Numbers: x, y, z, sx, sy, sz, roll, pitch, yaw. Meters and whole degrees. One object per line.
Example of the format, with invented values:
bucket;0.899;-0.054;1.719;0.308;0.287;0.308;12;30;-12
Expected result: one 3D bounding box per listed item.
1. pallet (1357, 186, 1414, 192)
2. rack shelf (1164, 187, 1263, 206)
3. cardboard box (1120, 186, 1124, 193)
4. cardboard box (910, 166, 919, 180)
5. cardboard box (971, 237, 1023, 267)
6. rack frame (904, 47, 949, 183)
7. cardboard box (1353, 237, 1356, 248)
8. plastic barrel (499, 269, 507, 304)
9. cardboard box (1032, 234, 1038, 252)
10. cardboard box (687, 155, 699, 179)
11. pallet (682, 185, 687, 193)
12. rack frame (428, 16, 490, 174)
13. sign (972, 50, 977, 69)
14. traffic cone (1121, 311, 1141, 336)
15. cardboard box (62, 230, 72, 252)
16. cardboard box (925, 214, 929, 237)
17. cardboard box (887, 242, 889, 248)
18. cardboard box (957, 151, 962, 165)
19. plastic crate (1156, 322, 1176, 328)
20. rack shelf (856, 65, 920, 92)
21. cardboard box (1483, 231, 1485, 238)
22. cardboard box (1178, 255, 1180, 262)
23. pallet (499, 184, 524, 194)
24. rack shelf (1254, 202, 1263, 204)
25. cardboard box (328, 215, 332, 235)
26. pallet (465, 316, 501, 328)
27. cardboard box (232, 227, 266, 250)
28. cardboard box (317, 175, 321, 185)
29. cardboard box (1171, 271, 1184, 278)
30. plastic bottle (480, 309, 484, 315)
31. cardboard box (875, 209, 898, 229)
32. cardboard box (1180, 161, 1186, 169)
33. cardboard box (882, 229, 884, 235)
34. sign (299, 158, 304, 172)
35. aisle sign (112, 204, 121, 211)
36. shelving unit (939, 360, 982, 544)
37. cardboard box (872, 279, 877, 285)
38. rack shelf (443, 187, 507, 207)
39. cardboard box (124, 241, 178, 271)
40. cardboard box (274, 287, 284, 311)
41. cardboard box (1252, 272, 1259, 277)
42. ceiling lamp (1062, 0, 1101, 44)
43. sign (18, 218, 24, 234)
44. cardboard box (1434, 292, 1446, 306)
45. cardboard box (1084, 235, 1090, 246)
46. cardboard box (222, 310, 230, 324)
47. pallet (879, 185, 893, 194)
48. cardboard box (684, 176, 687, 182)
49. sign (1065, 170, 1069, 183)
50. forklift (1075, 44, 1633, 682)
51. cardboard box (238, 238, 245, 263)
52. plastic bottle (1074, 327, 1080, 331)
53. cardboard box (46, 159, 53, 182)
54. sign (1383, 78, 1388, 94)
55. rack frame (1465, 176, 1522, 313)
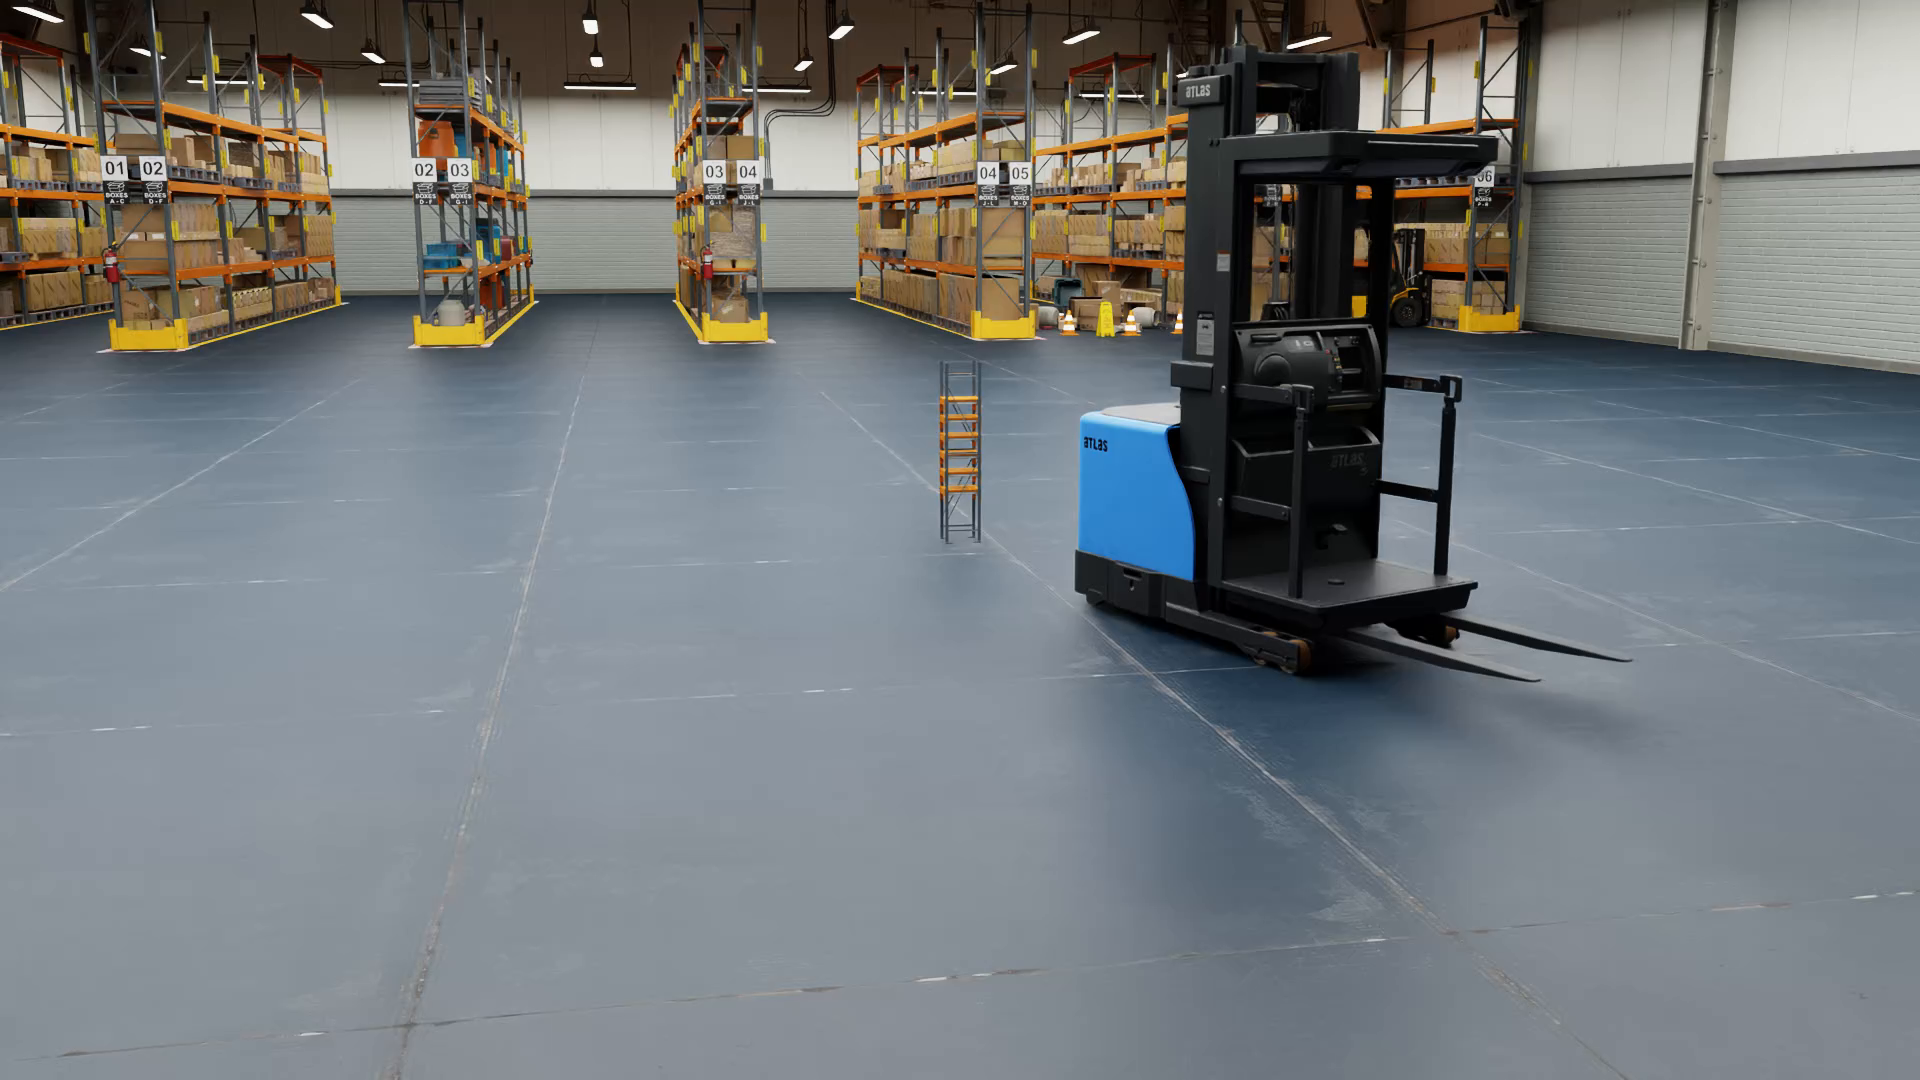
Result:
pallet;9.542;-7.916;37.253;0.805;0.209;1.217;-3;11;-13
rack shelf;5.247;-6.947;33.576;1.077;0.370;4.000;-2;11;-11
cardboard box;3.974;-8.214;38.978;0.380;0.149;0.250;-2;11;-11
cardboard box;-0.831;-8.273;37.467;0.500;0.311;0.500;-2;11;-11
cardboard box;0.683;-5.402;31.154;0.875;0.550;0.550;-2;11;-11
rack frame;-0.756;-9.676;37.967;1.000;3.000;0.127;-2;11;-11
cardboard box;9.179;-6.816;38.048;0.500;0.250;0.500;-2;11;-10
plastic barrel;-11.051;-6.066;39.533;0.600;0.901;0.708;-2;11;-11
cardboard box;2.336;-8.345;46.753;0.500;0.500;0.500;-2;11;-11
cardboard box;-5.602;-8.055;35.866;0.500;0.500;0.500;-2;11;-13
pallet;-6.039;-8.269;39.102;1.003;0.211;1.213;-2;11;-8
rack frame;-9.721;-8.600;32.316;1.000;3.000;0.127;-2;11;-11
sign;0.265;-8.689;30.073;0.100;0.325;0.005;-2;11;-11
traffic cone;3.264;-4.143;31.727;0.336;0.463;0.334;-2;11;-11
cardboard box;-20.549;-6.797;37.767;0.500;0.500;0.500;-2;11;-11
cardboard box;-0.377;-6.906;36.517;0.700;0.500;0.500;-2;11;-12
cardboard box;-1.547;-7.121;40.136;0.380;0.149;0.250;-2;11;-9
cardboard box;0.237;-7.327;31.860;0.500;0.250;0.500;-2;11;-11
plastic crate;4.359;-4.442;34.320;0.402;0.080;0.583;-6;13;-31
rack shelf;-1.923;-12.056;43.505;1.077;0.370;4.000;-2;11;-11
cardboard box;10.582;-6.124;33.346;0.380;0.149;0.250;-2;11;-11
cardboard box;4.786;-5.909;34.891;0.380;0.149;0.250;-2;11;-11
pallet;-11.029;-8.361;39.586;1.213;0.211;1.003;-2;11;-11
rack shelf;7.781;-9.329;46.091;1.077;0.370;4.000;-2;11;-11
cardboard box;-16.559;-8.143;43.018;0.500;0.500;0.500;-2;11;-12
pallet;-9.912;-4.426;33.887;1.003;0.211;1.213;-2;11;-11
cardboard box;-15.592;-6.574;36.325;0.700;0.500;0.500;-6;12;-30
cardboard box;-16.374;-9.052;41.773;0.500;0.250;0.500;-2;11;-11
cardboard box;4.673;-5.593;35.051;0.380;0.149;0.250;-2;11;-10
plastic bottle;-9.116;-4.258;31.665;0.097;0.271;0.097;0;11;0
cardboard box;-1.891;-8.225;42.653;0.500;0.500;0.500;-3;11;-13
cardboard box;4.745;-7.722;34.260;0.380;0.149;0.250;-2;11;-11
cardboard box;-1.705;-7.558;40.841;0.380;0.149;0.250;-2;11;-11
sign;-15.593;-8.883;39.387;0.100;0.325;0.005;-2;11;-11
aisle sign;-21.493;-8.795;42.431;0.394;0.787;0.004;-2;11;-11
shelving unit;0.003;-0.587;11.070;0.258;1.200;0.189;-2;11;-11
cardboard box;-2.120;-6.804;43.832;0.380;0.149;0.250;-3;11;-14
rack shelf;-10.110;-7.140;34.591;1.077;0.370;4.000;-2;11;-11
cardboard box;-13.881;-4.876;28.522;0.700;0.500;0.500;-2;11;-11
cardboard box;-15.167;-5.290;36.474;0.500;0.500;0.500;-2;11;-9
cardboard box;7.979;-7.064;44.114;0.380;0.149;0.250;-2;11;-8
ceiling lamp;2.741;-11.904;34.063;0.800;3.185;2.000;-2;11;-11
sign;-19.687;-6.578;34.850;0.100;0.325;0.005;-2;11;-11
cardboard box;10.016;-4.913;33.880;0.500;0.250;0.500;-2;11;-12
cardboard box;3.412;-7.461;41.439;0.500;0.250;0.500;-2;11;-13
cardboard box;-14.276;-4.252;31.747;0.500;0.250;0.500;-2;11;-11
pallet;-1.314;-8.537;40.505;1.213;0.211;1.003;-2;11;-11
cardboard box;-6.630;-9.220;41.936;0.700;0.500;0.500;-3;11;-14
sign;2.758;-9.407;42.982;0.100;0.325;0.005;-2;11;-11
forklift;1.855;-0.906;8.117;1.130;2.935;3.031;-7;13;-32
cardboard box;-15.017;-5.950;34.165;0.500;0.500;0.500;-3;11;-14
plastic bottle;2.269;-4.222;33.217;0.133;0.061;0.283;-6;13;-31
cardboard box;-20.932;-8.334;37.493;0.700;0.500;0.500;-3;11;-14
sign;9.196;-9.798;35.898;0.100;0.325;0.005;-2;11;-11
rack frame;10.504;-5.641;32.814;1.000;3.000;0.127;-2;11;-11
